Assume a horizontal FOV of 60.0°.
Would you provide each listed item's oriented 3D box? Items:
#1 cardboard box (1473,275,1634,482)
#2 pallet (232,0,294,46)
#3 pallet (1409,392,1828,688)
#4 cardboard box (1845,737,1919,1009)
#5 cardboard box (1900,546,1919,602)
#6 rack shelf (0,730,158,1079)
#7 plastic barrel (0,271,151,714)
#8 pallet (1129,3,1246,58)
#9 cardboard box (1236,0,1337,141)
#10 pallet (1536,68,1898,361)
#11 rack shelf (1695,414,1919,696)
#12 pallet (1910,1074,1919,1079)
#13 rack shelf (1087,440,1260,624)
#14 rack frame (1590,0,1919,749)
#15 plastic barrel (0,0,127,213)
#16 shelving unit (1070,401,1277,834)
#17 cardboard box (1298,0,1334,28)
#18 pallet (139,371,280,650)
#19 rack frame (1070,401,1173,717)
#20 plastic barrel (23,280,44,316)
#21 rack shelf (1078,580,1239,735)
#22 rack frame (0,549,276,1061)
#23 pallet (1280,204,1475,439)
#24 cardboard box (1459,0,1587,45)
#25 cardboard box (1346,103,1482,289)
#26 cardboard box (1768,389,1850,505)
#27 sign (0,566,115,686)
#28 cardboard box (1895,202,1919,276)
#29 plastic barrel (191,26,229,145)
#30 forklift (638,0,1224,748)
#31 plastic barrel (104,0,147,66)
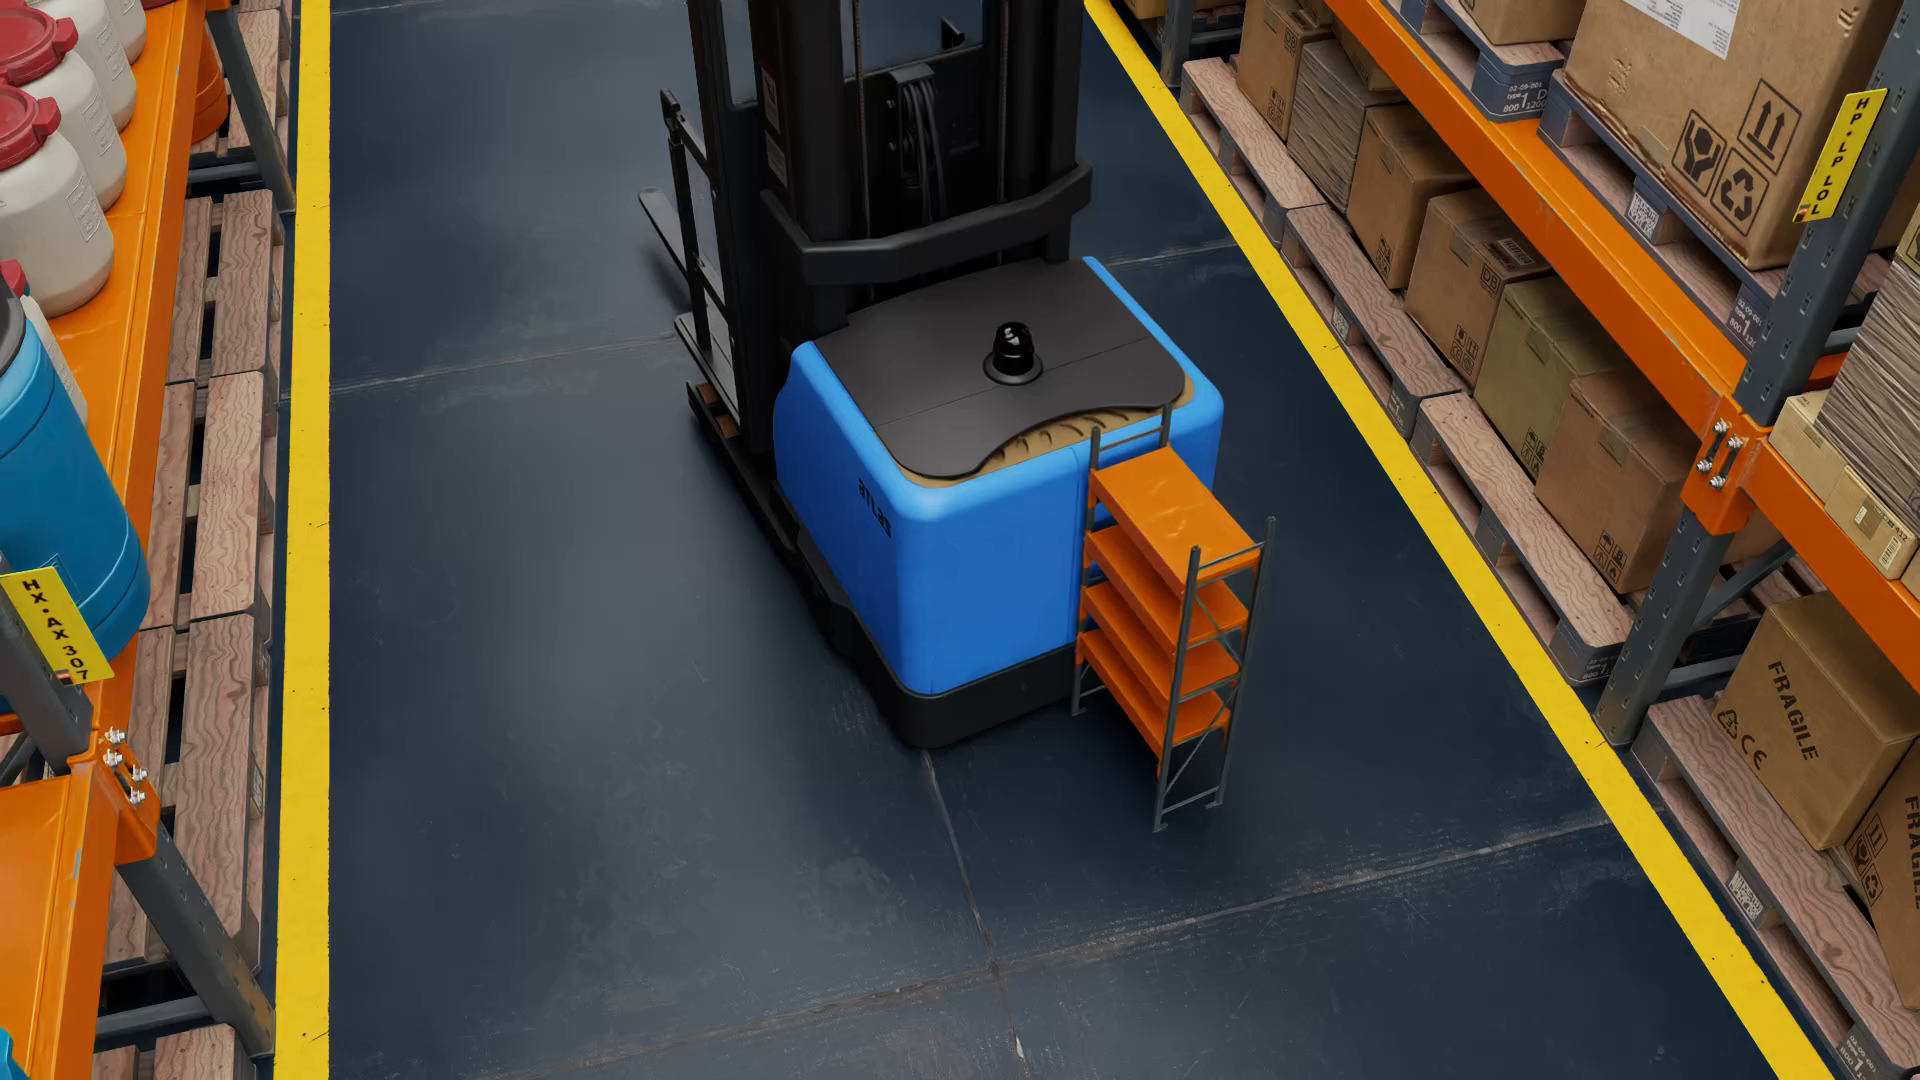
[{"bbox_3d":[2.232,-0.581,5.661,0.700,0.500,0.500,-11,47,-11],"label":"cardboard box"},{"bbox_3d":[-3.890,-2.799,8.345,1.003,0.211,1.213,-11,47,-10],"label":"pallet"},{"bbox_3d":[2.272,-0.102,5.703,1.003,0.211,1.213,-11,47,-10],"label":"pallet"},{"bbox_3d":[2.690,0.864,4.259,0.500,0.500,0.500,3,46,2],"label":"cardboard box"},{"bbox_3d":[2.379,0.093,3.735,0.380,0.149,0.250,-11,47,-10],"label":"cardboard box"},{"bbox_3d":[-1.804,1.997,2.196,1.077,0.370,4.000,-11,47,-10],"label":"rack shelf"},{"bbox_3d":[-2.122,-0.133,3.429,0.600,0.901,0.708,-11,47,-10],"label":"plastic barrel"},{"bbox_3d":[1.319,-2.885,8.429,1.003,0.211,1.213,-11,47,-10],"label":"pallet"},{"bbox_3d":[1.639,-2.123,7.172,0.700,0.500,0.500,-13,47,-12],"label":"cardboard box"},{"bbox_3d":[2.417,-1.028,4.792,1.003,0.211,1.213,-11,47,-10],"label":"pallet"},{"bbox_3d":[2.984,1.091,3.084,1.077,0.370,4.000,-11,47,-10],"label":"rack shelf"},{"bbox_3d":[2.994,1.736,3.901,1.003,0.211,1.213,-11,47,-10],"label":"pallet"},{"bbox_3d":[0.565,-0.028,4.387,0.258,0.148,0.480,-20,49,-18],"label":"rack shelf"},{"bbox_3d":[2.472,-0.541,4.180,1.000,3.000,0.127,-11,47,-10],"label":"rack frame"},{"bbox_3d":[-2.647,-1.189,4.720,0.433,0.535,0.433,0,46,0],"label":"plastic barrel"},{"bbox_3d":[0.565,0.247,4.668,0.258,1.200,0.503,-20,49,-18],"label":"shelving unit"},{"bbox_3d":[1.649,-2.387,6.906,0.500,0.250,0.500,-9,46,-9],"label":"cardboard box"},{"bbox_3d":[-2.870,-0.039,5.640,1.003,0.211,1.213,-11,47,-10],"label":"pallet"},{"bbox_3d":[0.456,0.091,4.820,0.240,1.200,0.015,-20,49,-18],"label":"rack frame"},{"bbox_3d":[-2.506,-0.529,4.265,0.301,0.262,0.301,0,46,0],"label":"plastic barrel"},{"bbox_3d":[0.565,0.294,4.716,0.258,0.148,0.480,-20,49,-18],"label":"rack shelf"},{"bbox_3d":[-2.316,0.364,3.293,1.000,3.000,0.127,-11,47,-10],"label":"rack frame"},{"bbox_3d":[1.956,-0.946,6.530,1.003,0.211,1.213,-11,47,-10],"label":"pallet"},{"bbox_3d":[1.939,-1.904,5.150,0.797,0.503,0.637,-6,46,-6],"label":"cardboard box"},{"bbox_3d":[1.945,-1.352,6.417,0.700,0.500,0.500,-7,46,-7],"label":"cardboard box"},{"bbox_3d":[2.237,-0.250,4.070,0.380,0.149,0.250,-11,47,-10],"label":"cardboard box"},{"bbox_3d":[-1.781,0.175,3.285,0.100,0.325,0.005,-11,47,-10],"label":"sign"},{"bbox_3d":[2.342,-0.673,3.331,0.500,0.500,0.500,-11,47,-10],"label":"cardboard box"},{"bbox_3d":[-3.481,-2.119,6.952,0.600,0.830,0.708,-11,47,-10],"label":"plastic barrel"},{"bbox_3d":[-0.349,-1.454,5.123,1.130,2.935,3.031,-20,49,-18],"label":"forklift"},{"bbox_3d":[-2.870,-1.765,5.301,0.421,0.512,0.421,0,46,0],"label":"plastic barrel"}]
